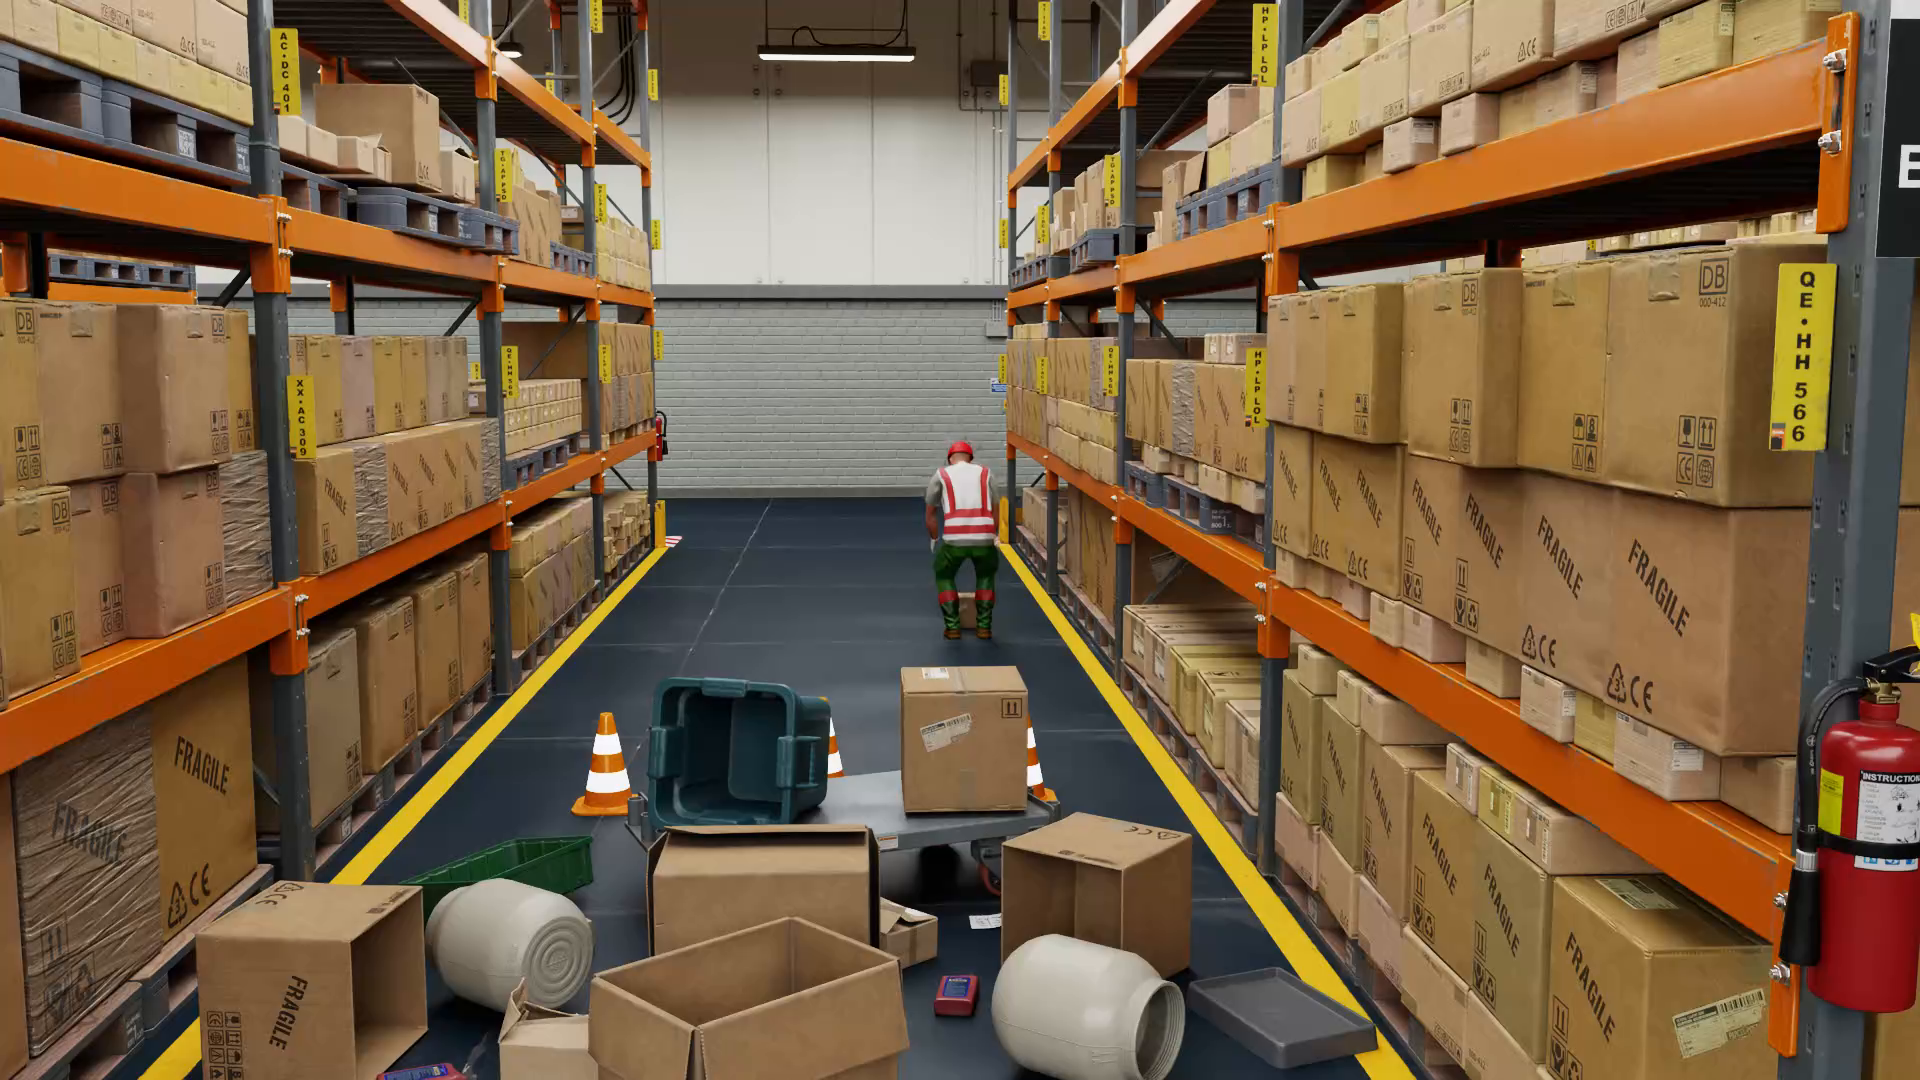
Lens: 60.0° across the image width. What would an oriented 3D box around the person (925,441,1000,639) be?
[{"bbox_3d":[0.020,-0.003,12.888,0.581,1.500,0.711,0,7,-3],"label":"person"}]
